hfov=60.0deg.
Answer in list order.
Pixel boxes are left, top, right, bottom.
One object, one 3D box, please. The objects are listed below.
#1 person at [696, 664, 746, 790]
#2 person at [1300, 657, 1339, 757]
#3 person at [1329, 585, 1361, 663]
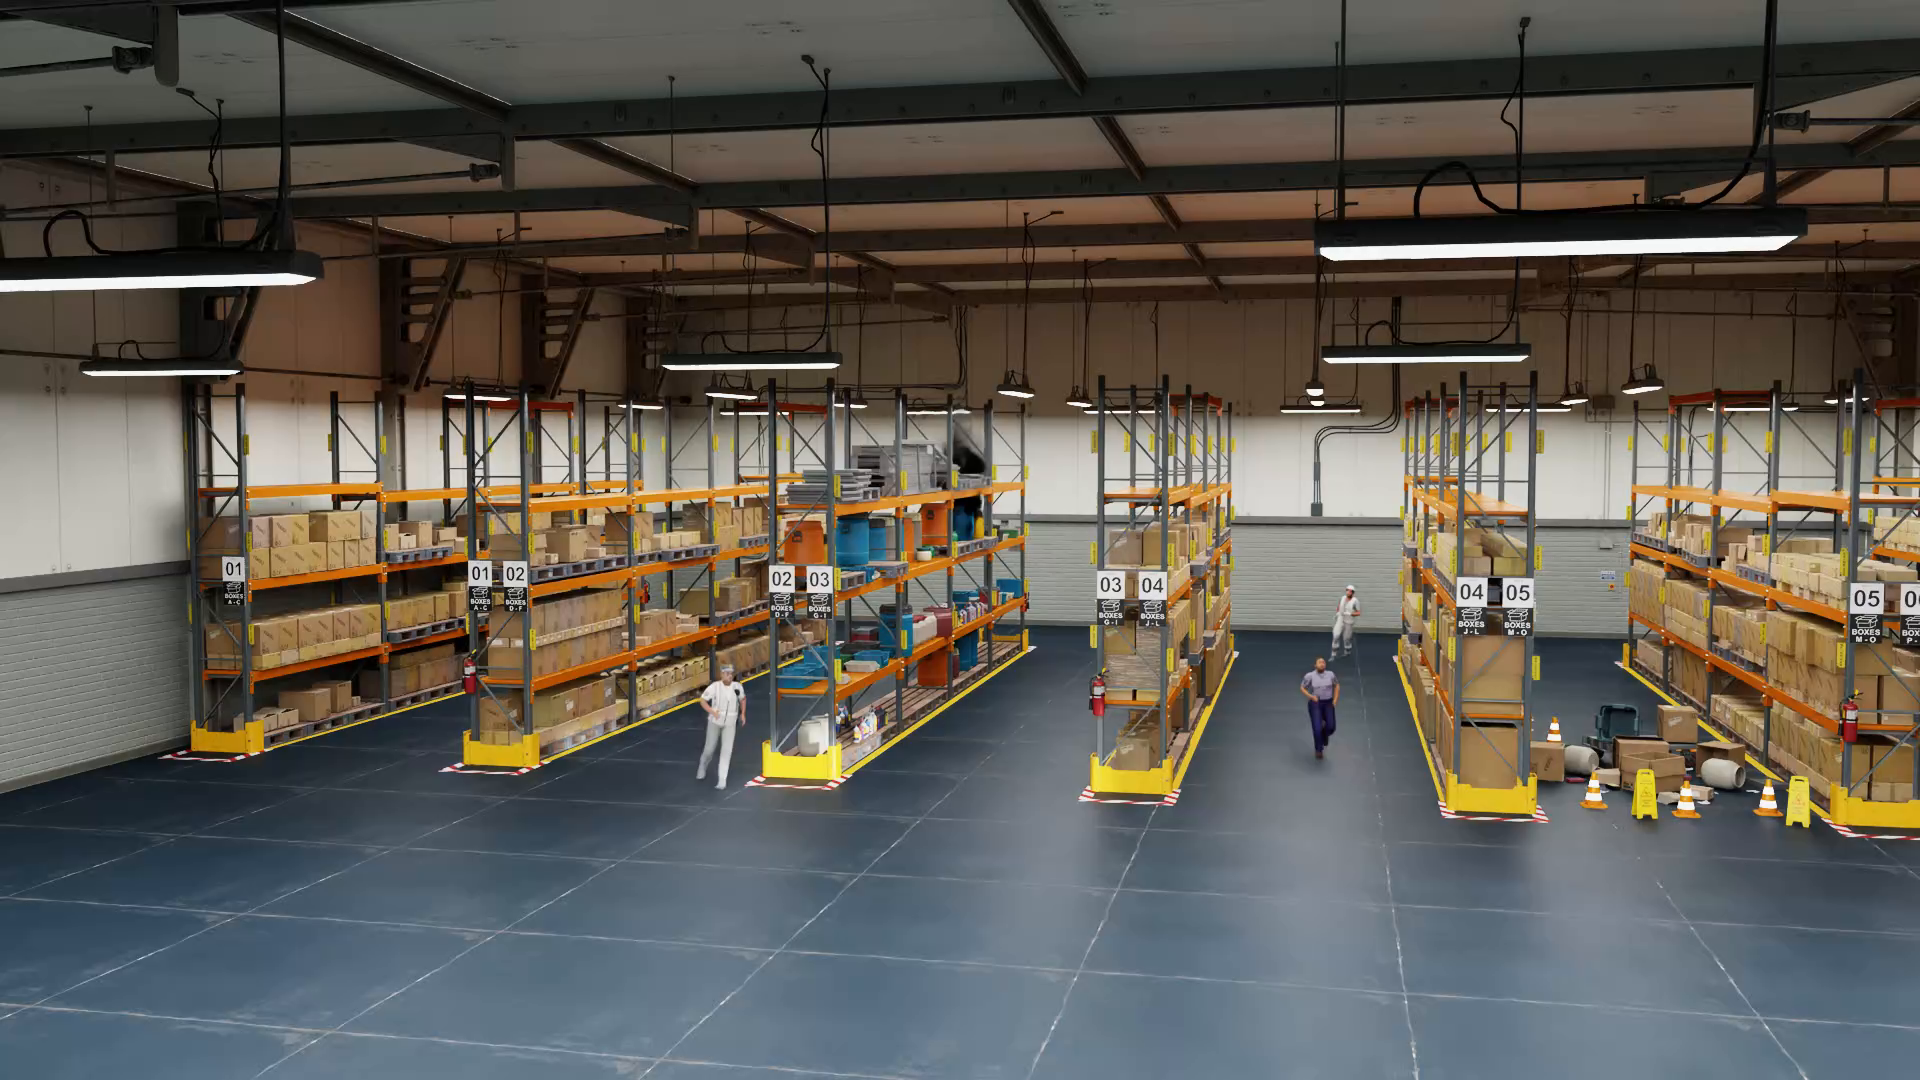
[{"bbox_3d":[-3.493,2.717,24.570,0.739,1.779,0.939,-1,3,-17],"label":"person"},{"bbox_3d":[5.804,2.681,26.752,0.657,1.607,0.535,0,3,-4],"label":"person"},{"bbox_3d":[8.900,1.916,38.285,0.698,1.753,0.926,2,4,35],"label":"person"}]
